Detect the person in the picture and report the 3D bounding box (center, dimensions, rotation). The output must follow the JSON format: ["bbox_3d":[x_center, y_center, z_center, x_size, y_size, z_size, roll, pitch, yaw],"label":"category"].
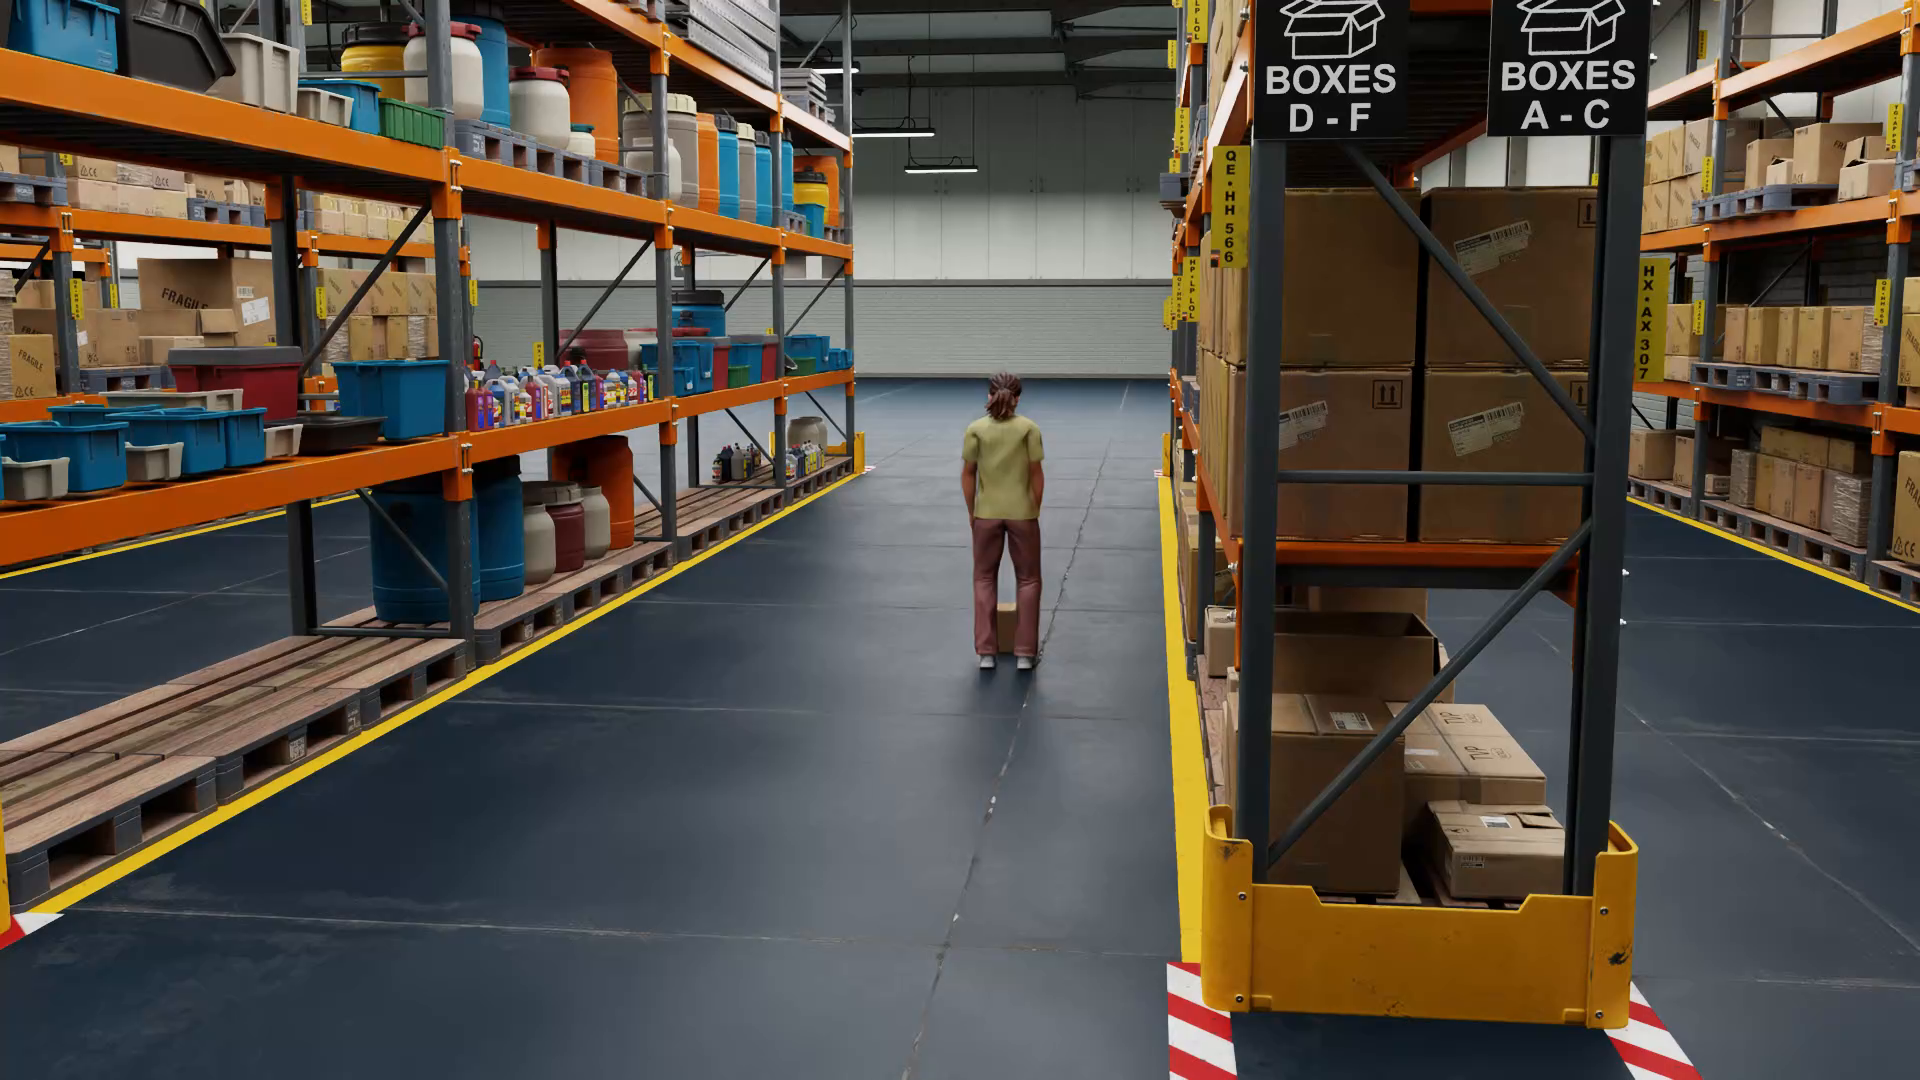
[{"bbox_3d":[0.240,-0.107,9.242,0.463,1.645,0.354,1,8,8],"label":"person"}]
